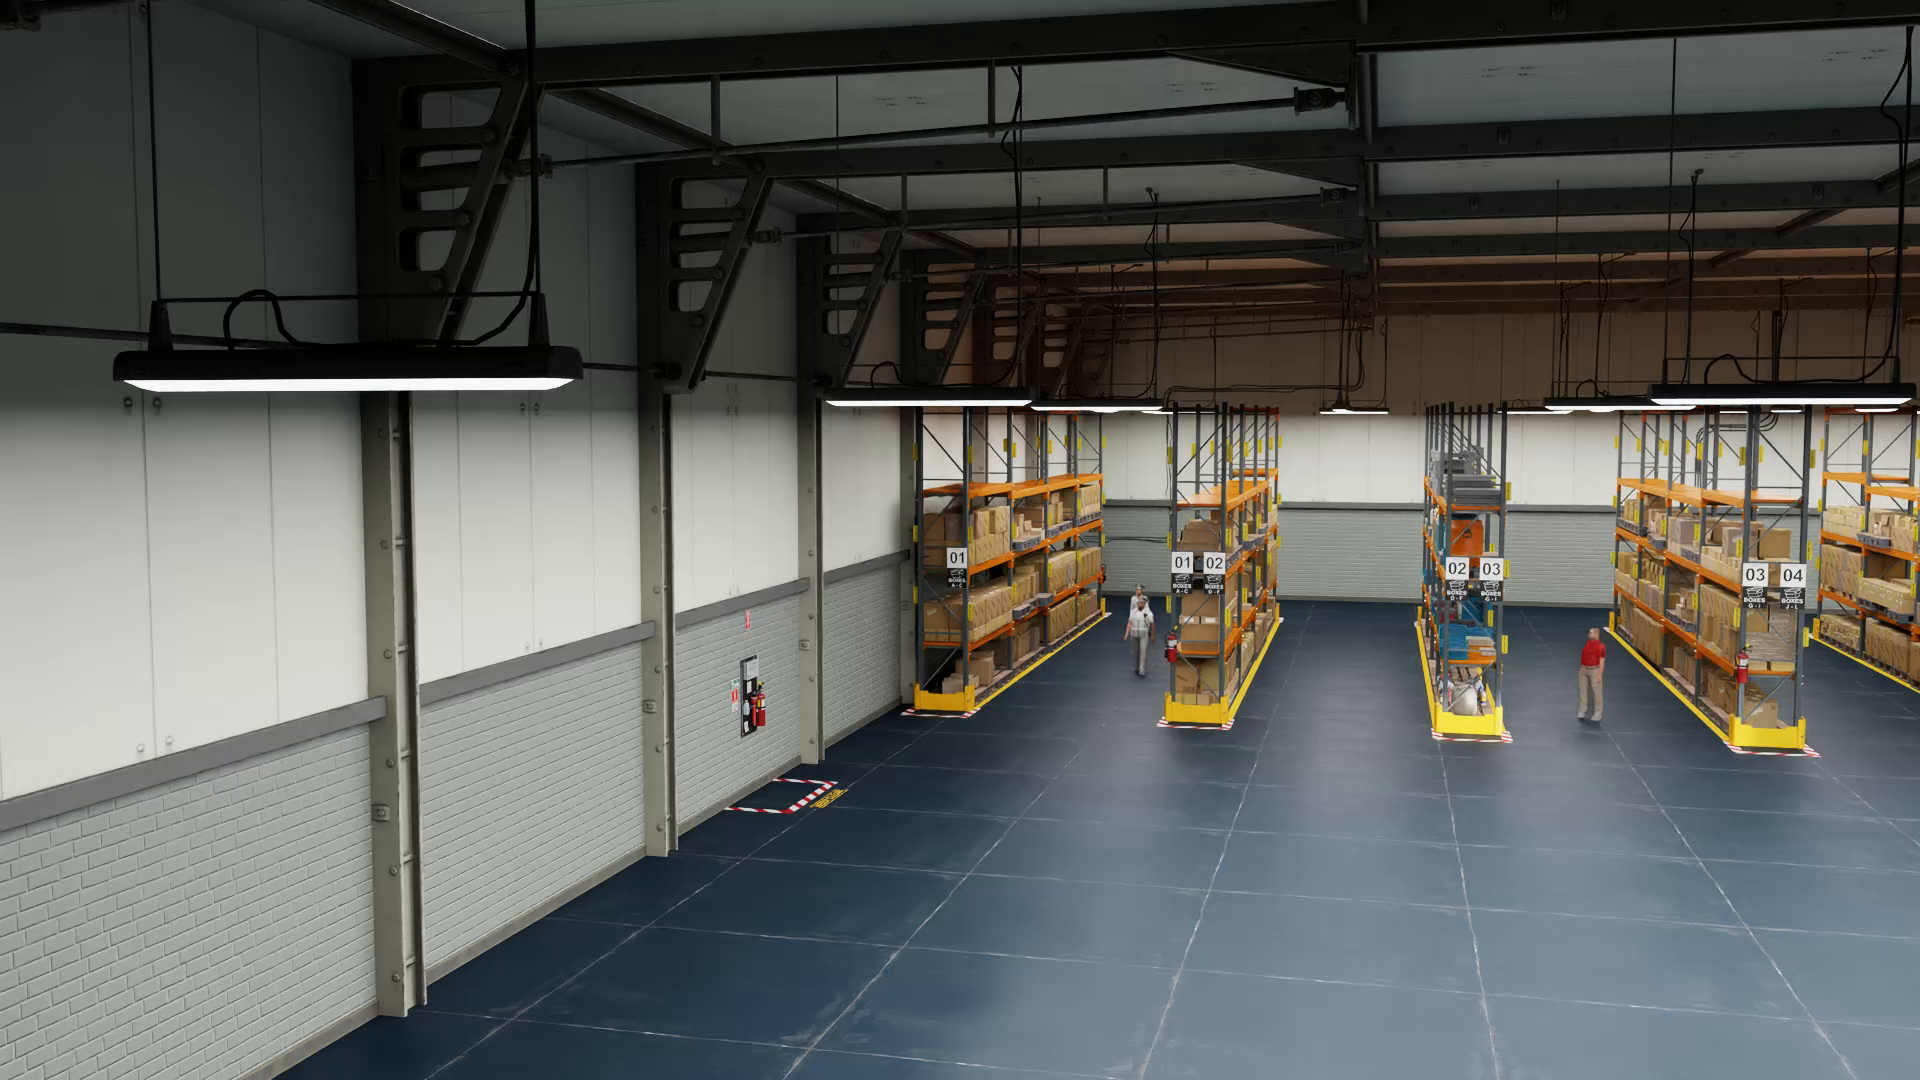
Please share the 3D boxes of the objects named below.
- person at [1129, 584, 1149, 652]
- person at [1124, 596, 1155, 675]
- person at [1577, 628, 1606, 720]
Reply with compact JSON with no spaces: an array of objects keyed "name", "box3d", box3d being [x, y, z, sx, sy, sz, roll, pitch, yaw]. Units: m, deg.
[{"name":"person","box3d":[4.385,1.895,40.665,0.494,1.639,0.975,1,4,9]},{"name":"person","box3d":[4.018,2.112,37.108,0.646,1.727,1.048,1,4,14]},{"name":"person","box3d":[11.977,2.526,31.536,0.376,1.732,0.574,-3,5,-34]}]
